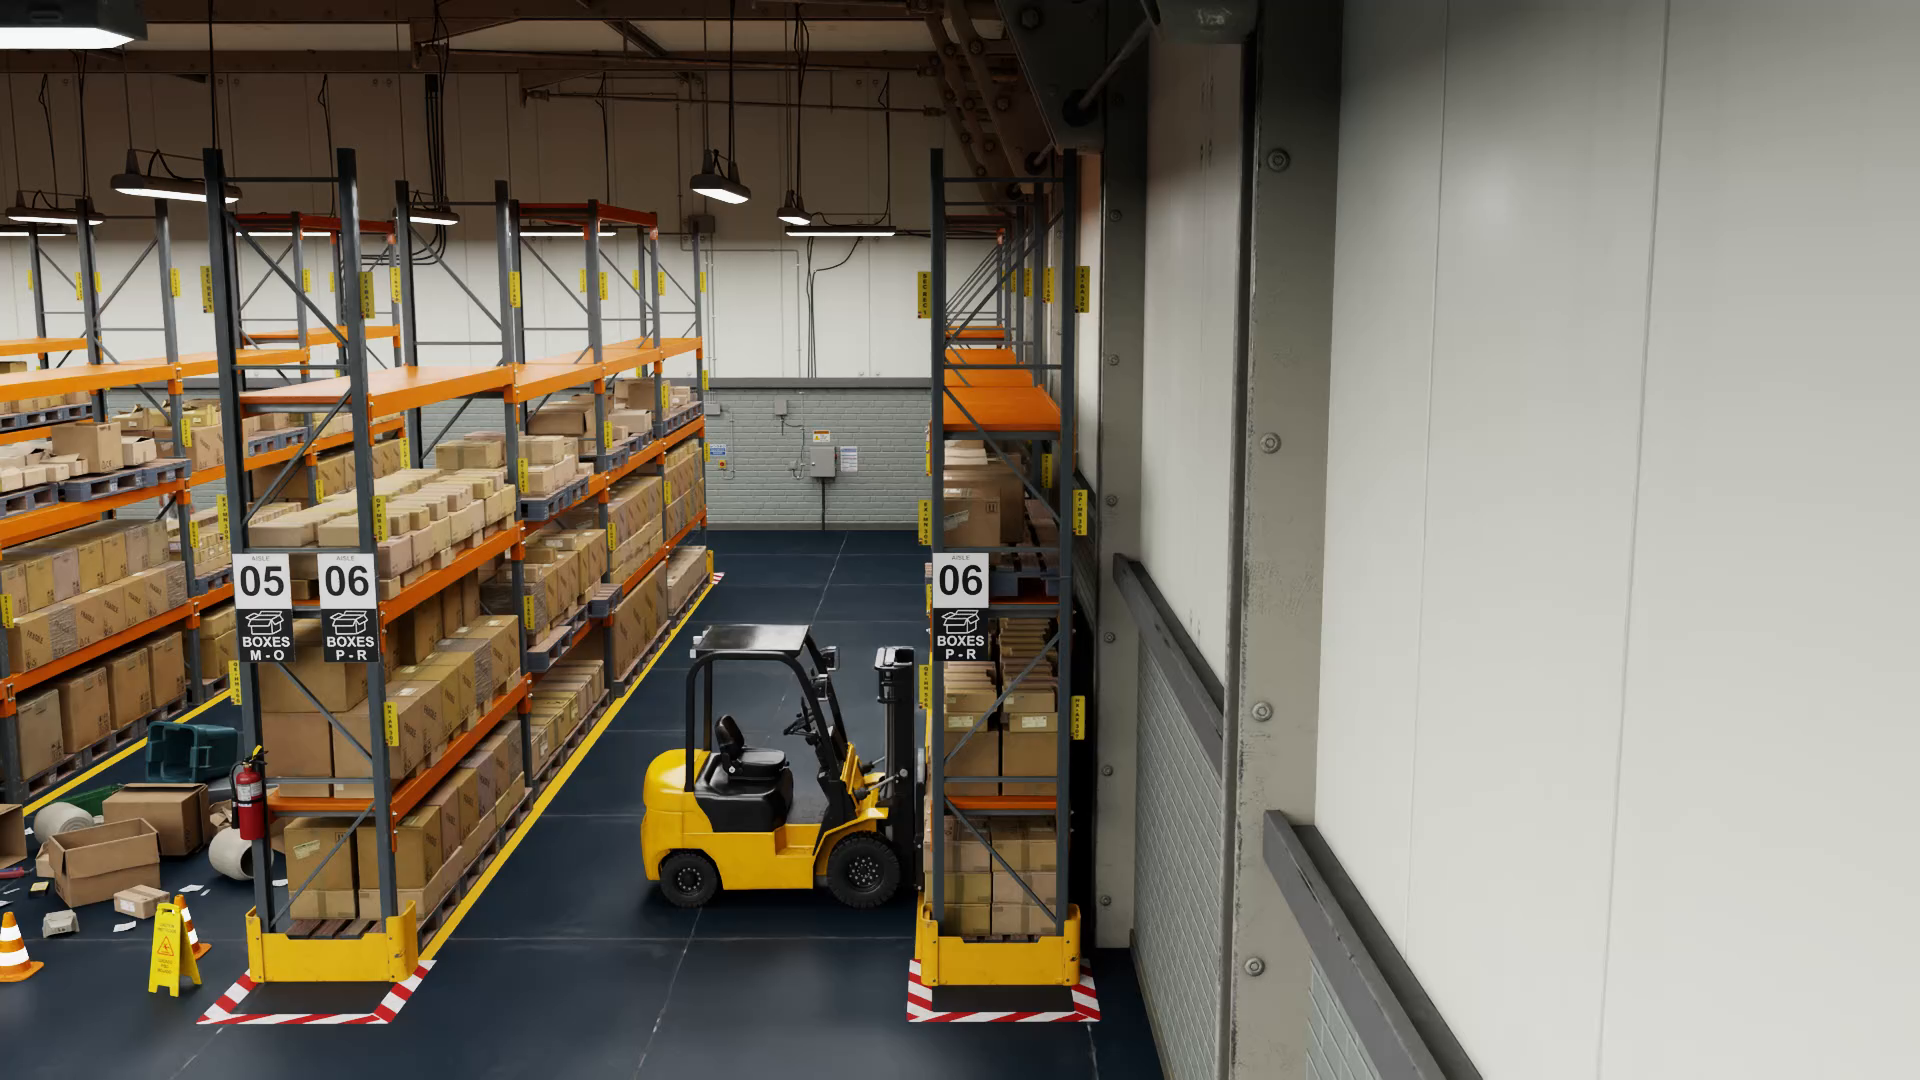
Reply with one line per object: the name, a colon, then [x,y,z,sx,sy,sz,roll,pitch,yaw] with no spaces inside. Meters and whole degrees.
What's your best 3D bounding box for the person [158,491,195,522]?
person: [-13.963,-0.332,29.748,0.668,1.542,1.221,-2,9,-10]
